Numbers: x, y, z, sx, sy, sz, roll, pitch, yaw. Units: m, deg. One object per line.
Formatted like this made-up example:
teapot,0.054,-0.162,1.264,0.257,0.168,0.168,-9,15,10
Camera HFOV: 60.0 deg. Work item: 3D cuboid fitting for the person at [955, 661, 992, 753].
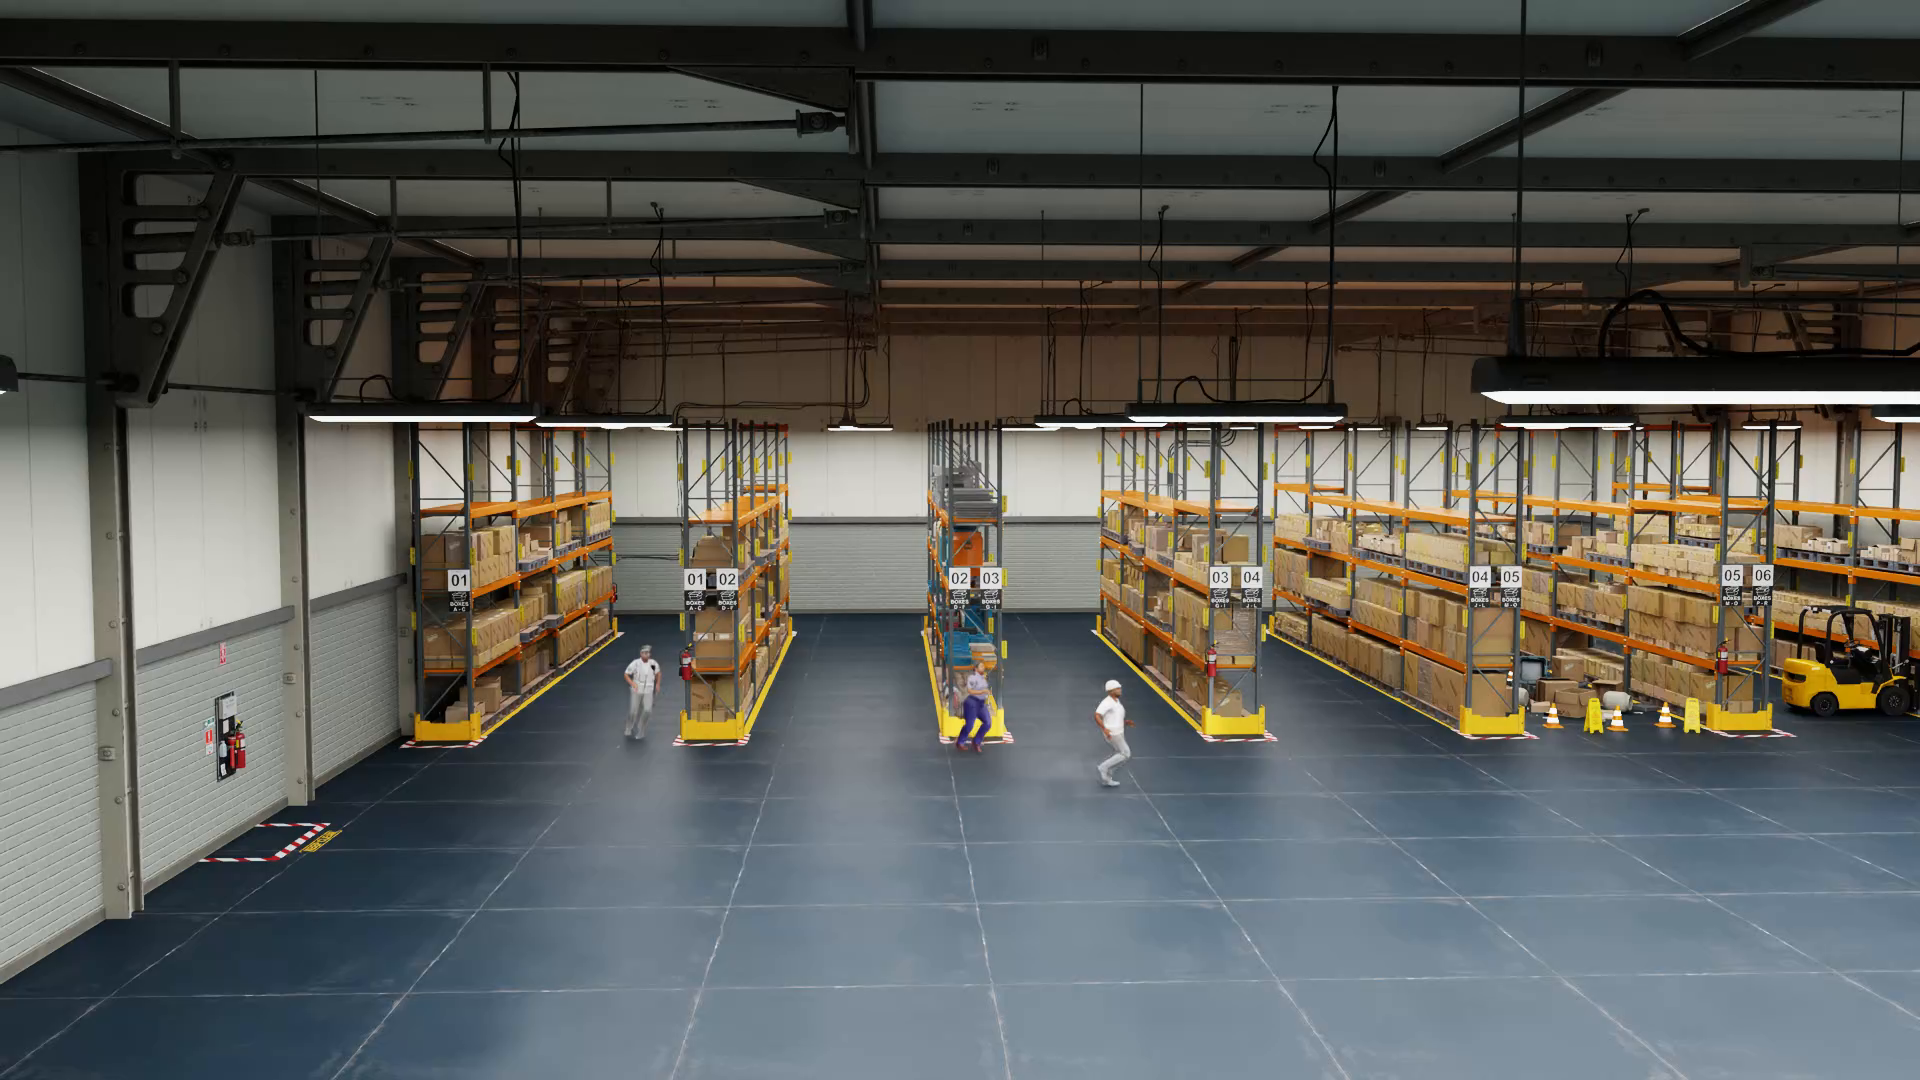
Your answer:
person,0.309,3.012,29.909,0.686,1.677,0.605,3,4,34

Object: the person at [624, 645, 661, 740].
person,-5.968,2.865,31.289,0.702,1.789,0.672,-1,4,-19

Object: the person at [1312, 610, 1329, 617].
person,10.507,1.748,48.755,0.782,1.702,0.845,-2,4,-32

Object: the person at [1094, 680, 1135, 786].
person,2.533,3.131,26.930,0.583,1.720,0.695,1,4,18
